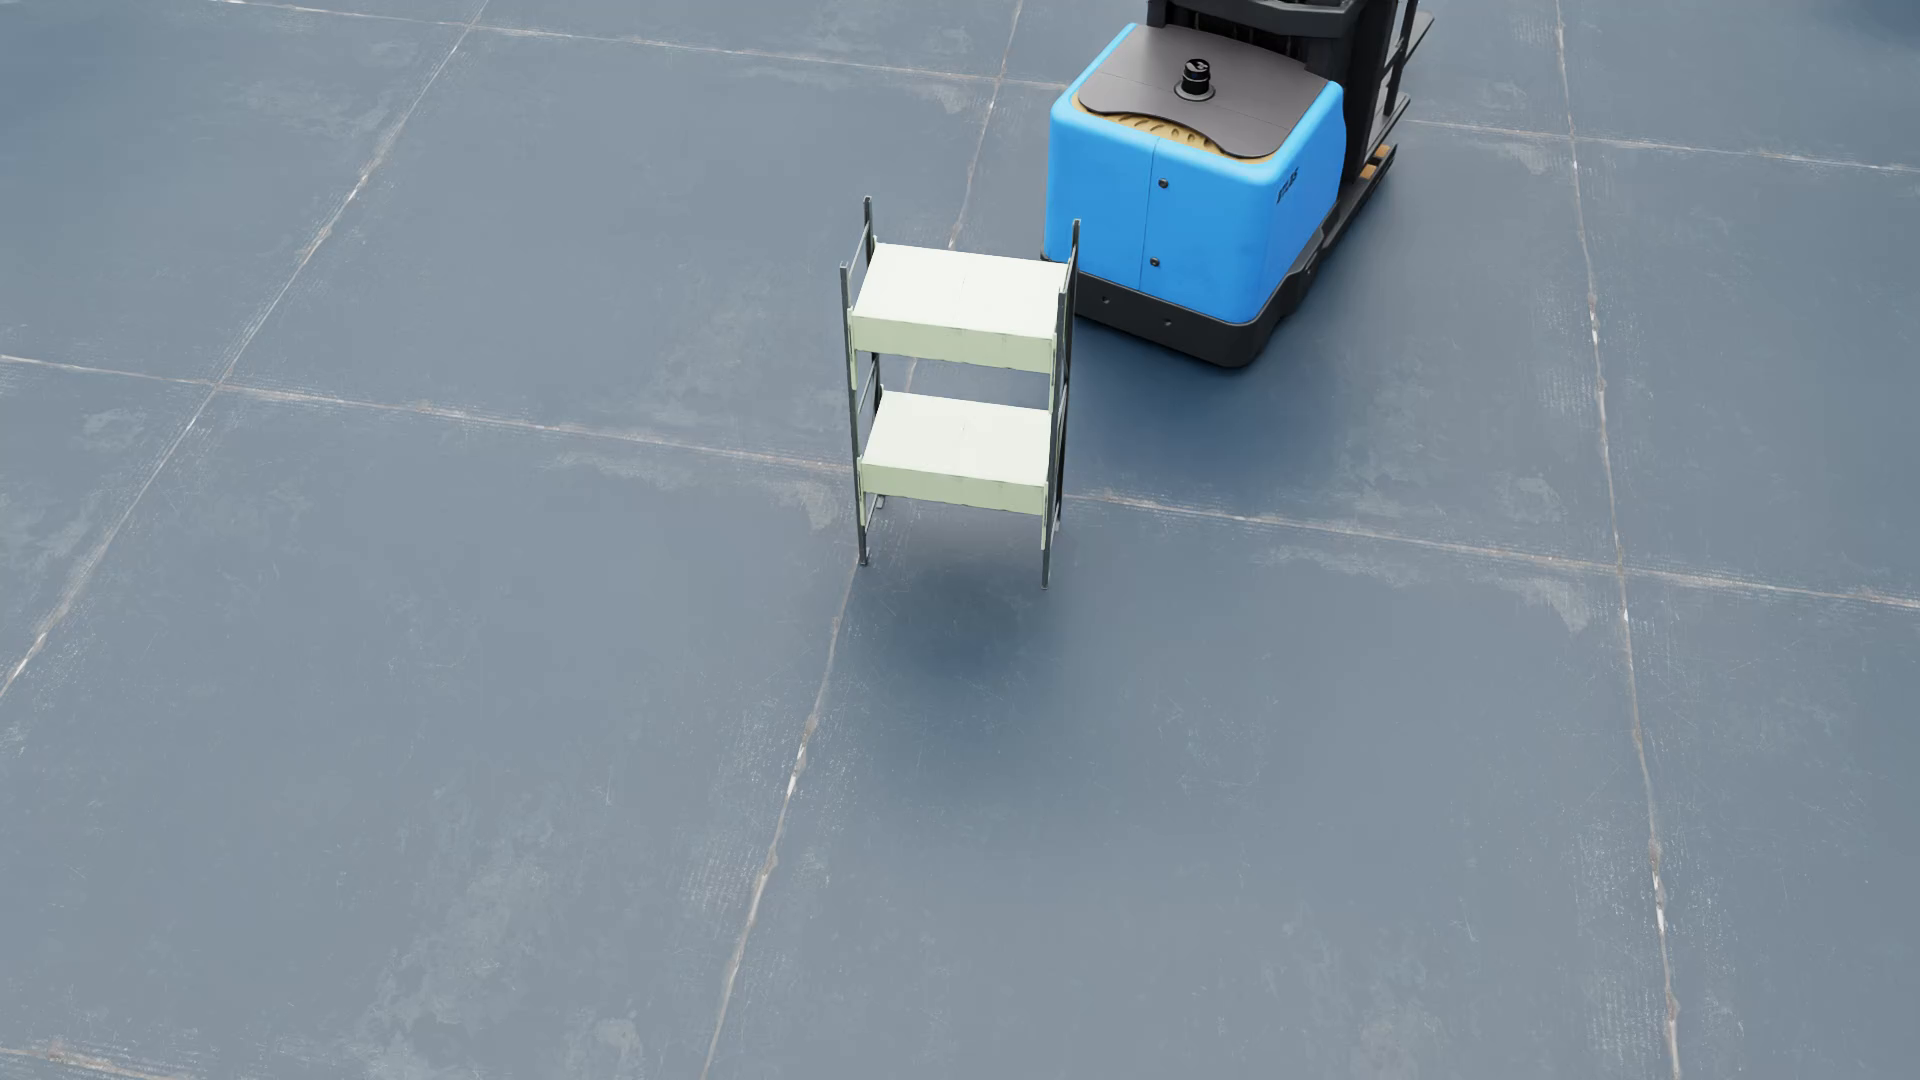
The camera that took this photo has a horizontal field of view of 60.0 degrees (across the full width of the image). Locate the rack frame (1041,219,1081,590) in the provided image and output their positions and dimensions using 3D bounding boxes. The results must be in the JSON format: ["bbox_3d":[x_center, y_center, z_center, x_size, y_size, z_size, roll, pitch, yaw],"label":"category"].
[{"bbox_3d":[0.367,-0.452,6.120,0.023,1.500,0.400,8,49,7],"label":"rack frame"}]

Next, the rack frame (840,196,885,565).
[{"bbox_3d":[-0.354,-0.549,6.207,0.023,1.500,0.400,8,49,7],"label":"rack frame"}]

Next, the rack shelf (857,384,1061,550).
[{"bbox_3d":[0.007,-0.283,6.406,0.720,0.370,0.431,8,49,7],"label":"rack shelf"}]

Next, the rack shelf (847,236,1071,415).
[{"bbox_3d":[0.007,-0.761,5.873,0.720,0.370,0.431,8,49,7],"label":"rack shelf"}]

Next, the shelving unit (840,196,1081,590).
[{"bbox_3d":[0.007,-0.500,6.163,0.755,1.500,0.431,8,49,7],"label":"shelving unit"}]

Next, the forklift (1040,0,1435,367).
[{"bbox_3d":[1.528,-2.832,7.297,1.130,2.935,3.031,23,52,19],"label":"forklift"}]
